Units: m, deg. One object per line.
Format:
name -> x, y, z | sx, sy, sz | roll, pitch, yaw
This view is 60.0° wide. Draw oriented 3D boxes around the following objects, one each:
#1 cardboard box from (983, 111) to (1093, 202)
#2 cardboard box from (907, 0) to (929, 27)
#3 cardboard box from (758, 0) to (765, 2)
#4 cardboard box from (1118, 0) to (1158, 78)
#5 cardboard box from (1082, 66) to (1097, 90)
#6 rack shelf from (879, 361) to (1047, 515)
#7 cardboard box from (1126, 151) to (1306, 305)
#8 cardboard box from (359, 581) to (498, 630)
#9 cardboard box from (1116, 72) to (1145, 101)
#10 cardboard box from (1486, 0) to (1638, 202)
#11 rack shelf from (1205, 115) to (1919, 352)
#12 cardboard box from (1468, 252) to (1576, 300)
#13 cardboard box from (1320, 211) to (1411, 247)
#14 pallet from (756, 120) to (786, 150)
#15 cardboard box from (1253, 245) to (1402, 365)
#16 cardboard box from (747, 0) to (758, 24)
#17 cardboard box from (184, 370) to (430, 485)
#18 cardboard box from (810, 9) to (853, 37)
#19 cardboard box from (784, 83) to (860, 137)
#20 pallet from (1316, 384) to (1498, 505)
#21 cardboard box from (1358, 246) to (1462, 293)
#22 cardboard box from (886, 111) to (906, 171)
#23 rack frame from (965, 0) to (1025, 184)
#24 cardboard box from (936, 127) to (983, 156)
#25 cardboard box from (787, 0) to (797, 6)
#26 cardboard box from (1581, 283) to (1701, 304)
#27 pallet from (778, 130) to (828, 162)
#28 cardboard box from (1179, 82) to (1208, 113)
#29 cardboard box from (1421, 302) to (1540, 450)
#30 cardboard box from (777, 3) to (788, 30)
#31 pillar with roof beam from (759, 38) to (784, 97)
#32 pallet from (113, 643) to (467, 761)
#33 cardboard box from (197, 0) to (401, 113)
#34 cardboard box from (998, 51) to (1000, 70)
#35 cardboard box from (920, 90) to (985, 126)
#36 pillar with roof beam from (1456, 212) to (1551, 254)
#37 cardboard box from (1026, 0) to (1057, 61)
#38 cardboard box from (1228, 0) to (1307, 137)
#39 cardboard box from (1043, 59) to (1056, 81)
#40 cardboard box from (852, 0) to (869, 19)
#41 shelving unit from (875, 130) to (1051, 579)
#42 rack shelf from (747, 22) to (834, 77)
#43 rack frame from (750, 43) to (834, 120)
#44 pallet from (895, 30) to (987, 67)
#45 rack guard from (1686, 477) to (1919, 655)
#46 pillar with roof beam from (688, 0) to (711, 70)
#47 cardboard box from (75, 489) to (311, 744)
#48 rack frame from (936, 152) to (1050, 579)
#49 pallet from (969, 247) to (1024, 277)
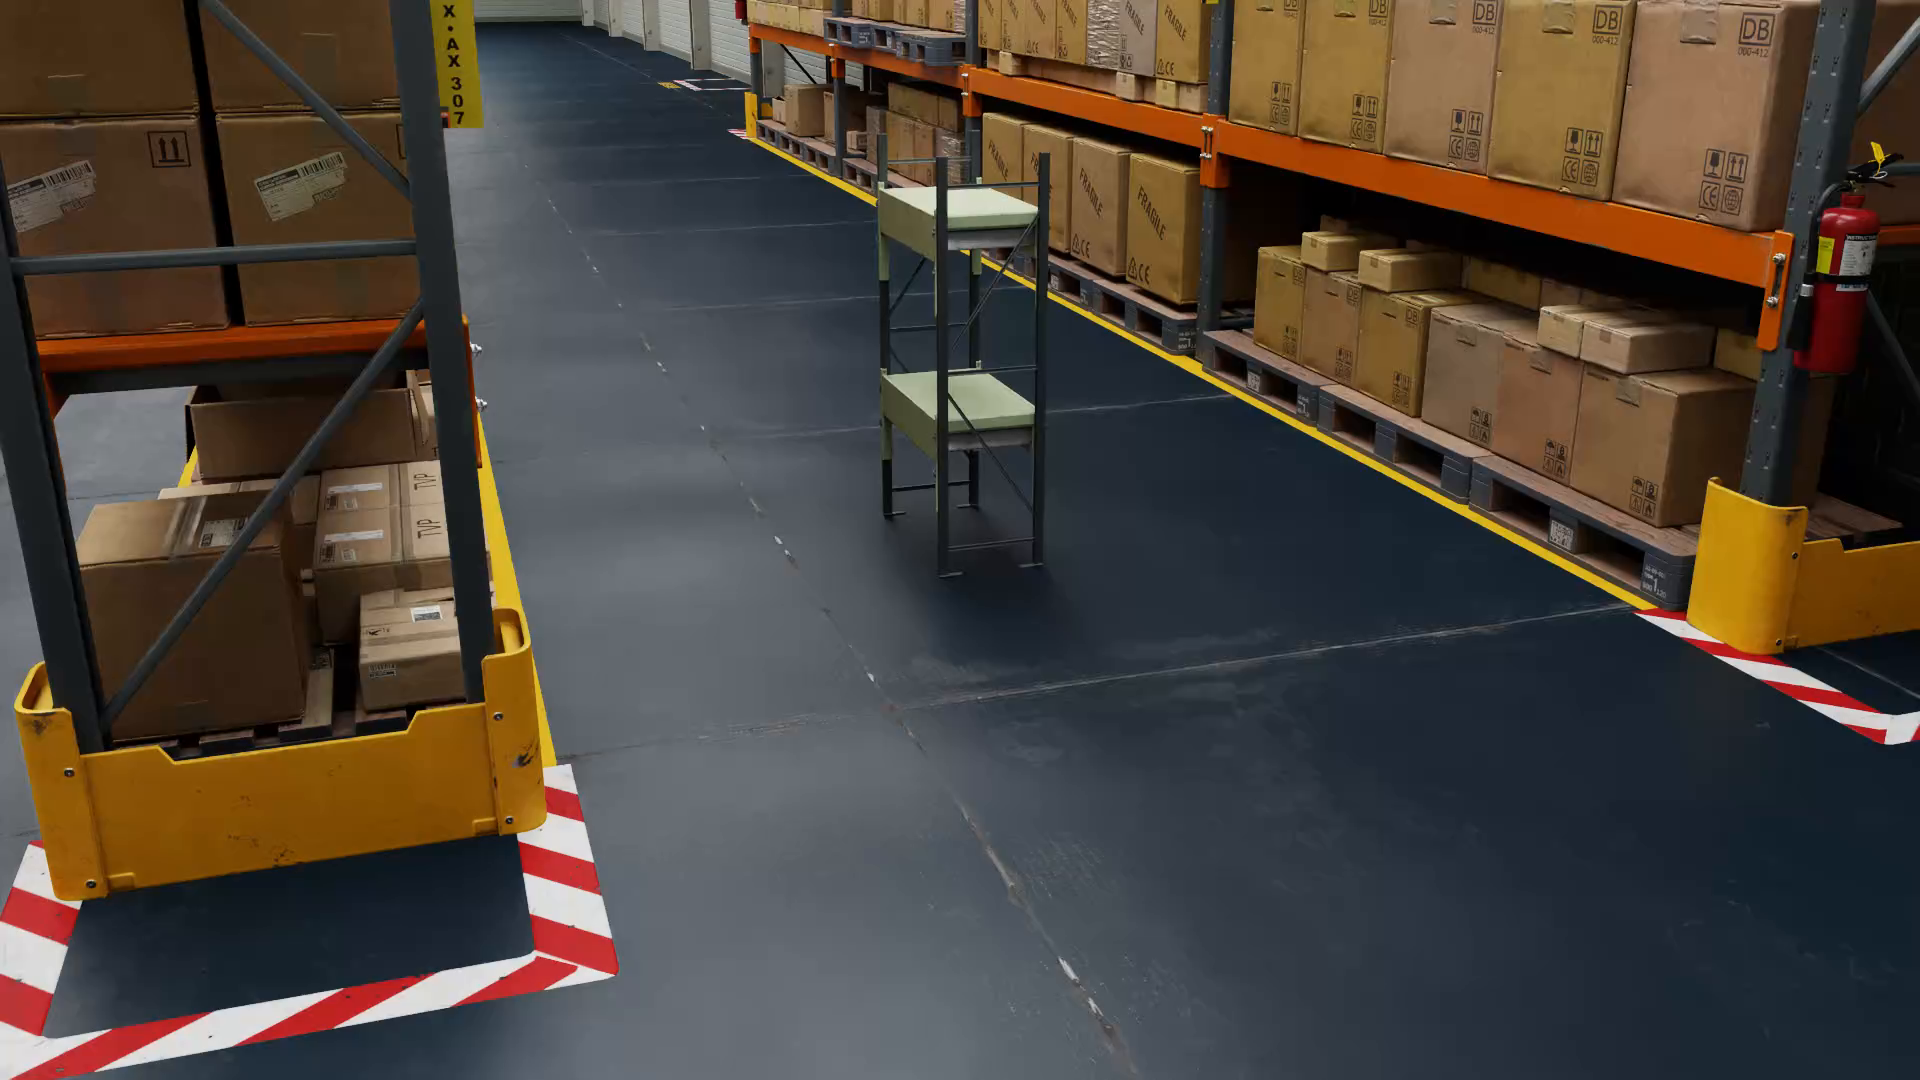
cardboard box -> 0.639, -2.661, 11.945 | 0.750, 0.750, 0.750 | -7, 21, -18
cardboard box -> -0.038, -4.526, 13.781 | 0.700, 0.500, 0.500 | -6, 21, -17
cardboard box -> -1.972, -6.239, 18.432 | 0.500, 0.500, 0.500 | -6, 21, -17
cardboard box -> 1.235, -2.921, 9.495 | 0.500, 0.500, 0.500 | -6, 21, -17
cardboard box -> 0.984, -2.909, 10.421 | 0.380, 0.149, 0.250 | -6, 21, -15
rack shelf -> -0.002, -0.401, 6.279 | 0.431, 0.370, 0.720 | -6, 21, -17
cardboard box -> 1.462, -1.822, 9.610 | 0.750, 0.750, 0.750 | -6, 21, -17
cardboard box -> -1.539, 0.245, 4.836 | 0.380, 0.166, 0.250 | -6, 21, -17
cardboard box -> 1.135, -2.656, 9.714 | 0.380, 0.149, 0.250 | -6, 21, -17
cardboard box -> 2.638, -1.693, 6.250 | 0.980, 0.700, 0.700 | -7, 21, -18
rack shelf -> 2.418, -1.461, 7.110 | 1.077, 0.370, 4.000 | -6, 21, -17
cardboard box -> 2.482, -1.167, 7.345 | 0.380, 0.149, 0.250 | -7, 21, -18
cardboard box -> 2.070, -1.584, 8.507 | 0.380, 0.149, 0.250 | -7, 21, -18
pallet -> -1.737, -4.691, 19.164 | 1.003, 0.211, 1.213 | -6, 21, -17
cardboard box -> 1.927, -1.211, 8.428 | 0.700, 0.500, 0.500 | -6, 21, -17
cardboard box -> -2.130, -6.040, 18.988 | 0.500, 0.250, 0.500 | -7, 21, -19
cardboard box -> -2.317, -0.343, 5.977 | 0.797, 0.503, 0.637 | -6, 21, -17
cardboard box -> -1.162, -5.067, 16.278 | 0.500, 0.250, 0.500 | -6, 21, -17
cardboard box -> -1.488, -4.667, 18.020 | 0.700, 0.500, 0.500 | -8, 21, -21
pallet -> 2.341, -0.484, 7.452 | 1.003, 0.211, 1.213 | -6, 21, -17
cardboard box -> 2.026, -1.220, 7.492 | 0.380, 0.149, 0.250 | -7, 21, -19
cardboard box -> -0.268, -3.644, 15.171 | 0.700, 0.500, 0.500 | -7, 21, -18
rack frame -> 0.532, -3.725, 12.349 | 1.000, 3.000, 0.127 | -6, 21, -17
cardboard box -> 0.205, -3.158, 13.819 | 0.700, 0.500, 0.500 | -6, 21, -17
cardboard box -> -1.478, -5.741, 17.046 | 0.500, 0.500, 0.500 | -7, 21, -19
cardboard box -> 2.723, -0.922, 6.663 | 0.380, 0.149, 0.250 | -6, 21, -17
pallet -> -1.357, -4.300, 18.075 | 1.003, 0.211, 1.213 | -6, 21, -17
cardboard box -> 1.414, -2.411, 9.032 | 0.380, 0.149, 0.250 | -6, 21, -17
cardboard box -> 2.416, -0.714, 7.045 | 0.700, 0.500, 0.500 | -7, 21, -19
cardboard box -> -1.642, -5.549, 17.619 | 0.500, 0.250, 0.500 | -6, 21, -17
pillar with roof beam -> -6.914, -10.451, 22.200 | 9.100, 9.000, 0.400 | -6, 21, -17
pallet -> -1.930, 0.403, 4.984 | 1.003, 0.211, 1.213 | -6, 21, -17
cardboard box -> -1.544, -1.318, 4.021 | 0.500, 0.500, 0.500 | -6, 21, -16
cardboard box -> 0.487, -3.404, 11.798 | 0.380, 0.149, 0.250 | -6, 21, -16
cardboard box -> -0.030, -3.688, 14.184 | 0.500, 0.250, 0.500 | -6, 21, -17
pillar with roof beam -> -1.256, -4.674, 6.118 | 9.100, 9.000, 0.400 | -6, 21, -17
cardboard box -> 0.753, -3.410, 10.854 | 0.500, 0.500, 0.500 | -6, 21, -17
cardboard box -> 1.944, -2.406, 8.235 | 0.980, 0.700, 0.700 | -6, 21, -16
cardboard box -> 0.776, -3.159, 11.118 | 0.380, 0.149, 0.250 | -6, 21, -16
cardboard box -> -0.597, -5.095, 15.367 | 0.700, 0.500, 0.500 | -6, 21, -17
shelving unit -> -0.002, -0.708, 6.169 | 0.431, 1.500, 0.755 | -6, 21, -17
rack shelf -> -1.354, -5.311, 17.831 | 1.077, 0.370, 4.000 | -6, 21, -17
rack frame -> -1.982, -6.292, 19.496 | 1.000, 3.000, 0.127 | -6, 21, -17
pallet -> 0.207, -3.852, 12.986 | 1.213, 0.211, 1.003 | -6, 21, -17
rack guard -> 3.054, 0.027, 5.602 | 1.175, 0.500, 0.348 | -6, 21, -17
pillar with roof beam -> -8.800, -12.376, 27.560 | 9.100, 9.000, 0.400 | -6, 21, -17
cardboard box -> -2.060, 0.191, 4.494 | 0.500, 0.500, 0.500 | -6, 21, -17
rack frame -> 0.113, -0.591, 5.842 | 0.400, 1.500, 0.023 | -6, 21, -17
pallet -> 0.708, -2.151, 12.094 | 1.003, 0.211, 1.213 | -6, 21, -17
